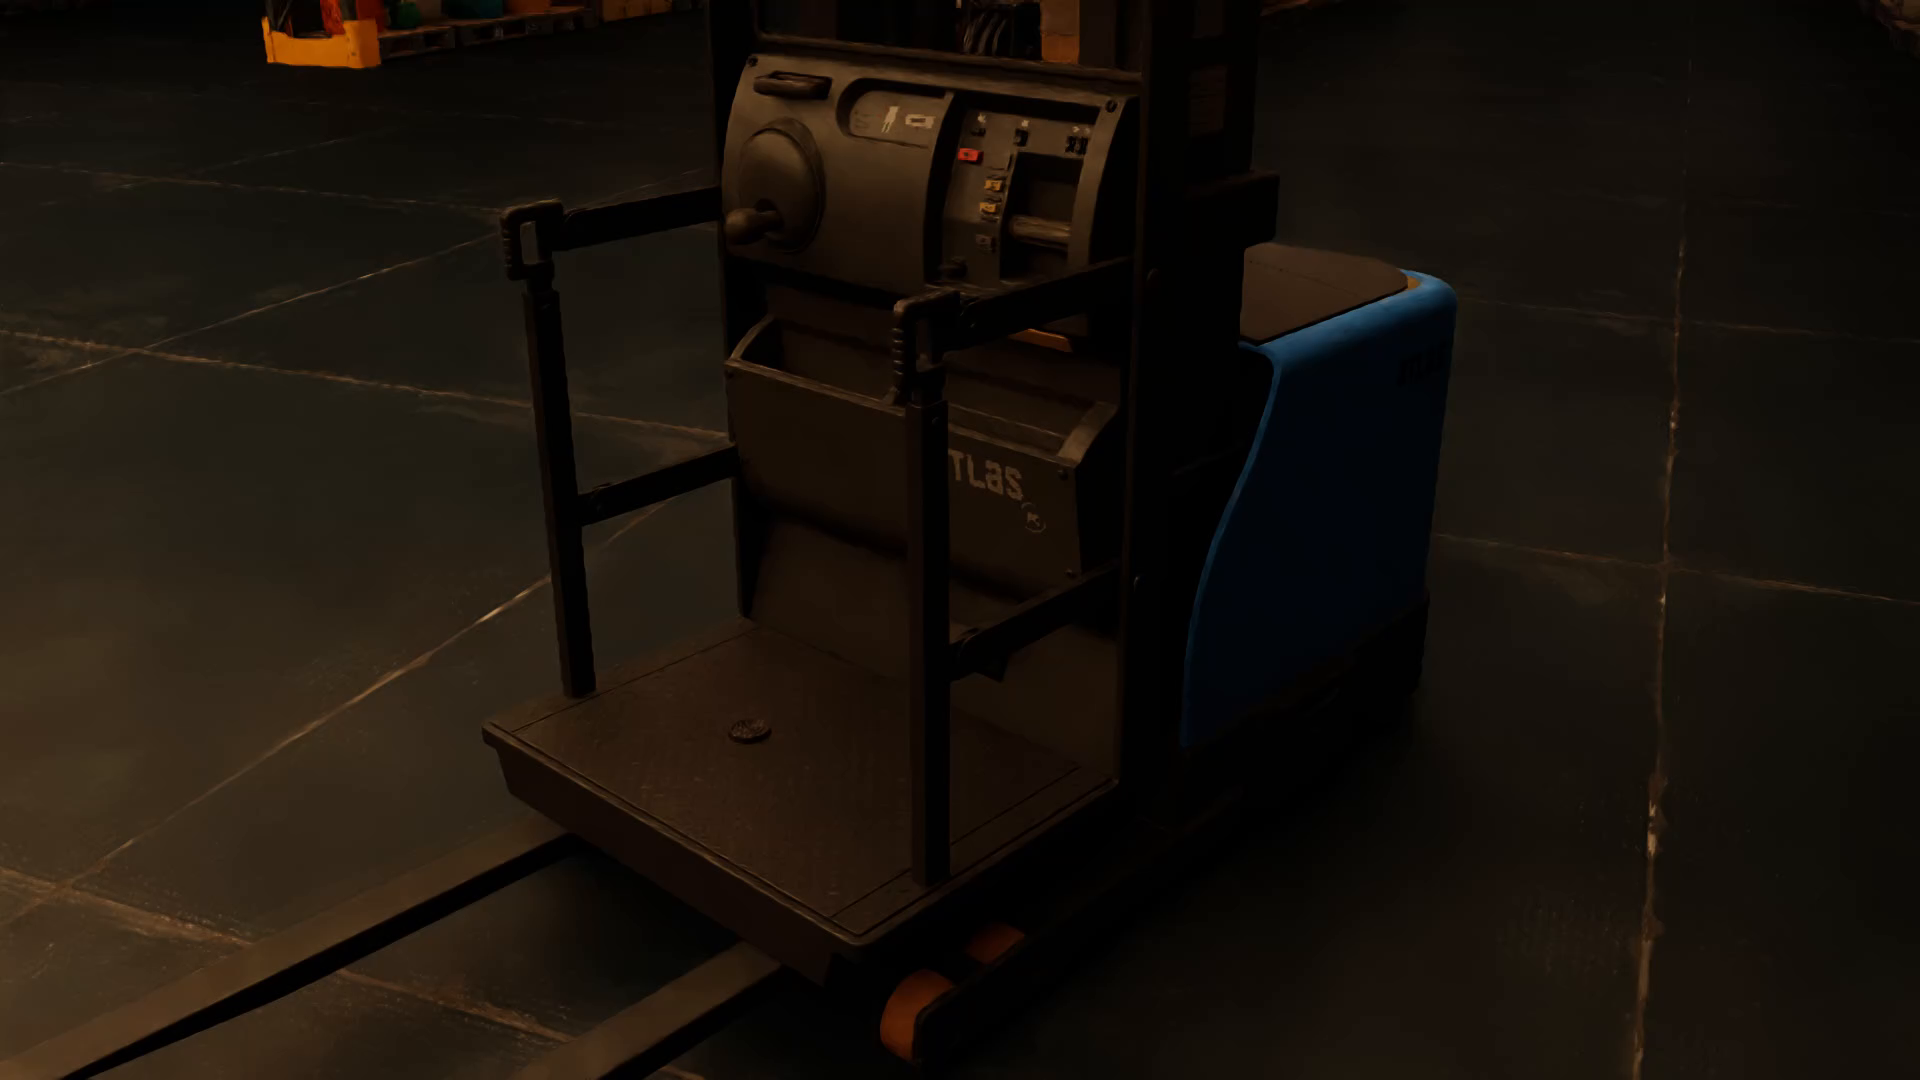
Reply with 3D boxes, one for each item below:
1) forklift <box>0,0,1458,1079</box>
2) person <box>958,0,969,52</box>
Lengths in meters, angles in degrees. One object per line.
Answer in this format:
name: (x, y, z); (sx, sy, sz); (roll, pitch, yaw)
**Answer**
forklift: (-0.237, -0.654, 2.858); (1.130, 2.935, 3.031); (19, 29, 38)
person: (-0.014, -0.770, 4.754); (0.446, 1.688, 0.338); (9, 24, 21)
